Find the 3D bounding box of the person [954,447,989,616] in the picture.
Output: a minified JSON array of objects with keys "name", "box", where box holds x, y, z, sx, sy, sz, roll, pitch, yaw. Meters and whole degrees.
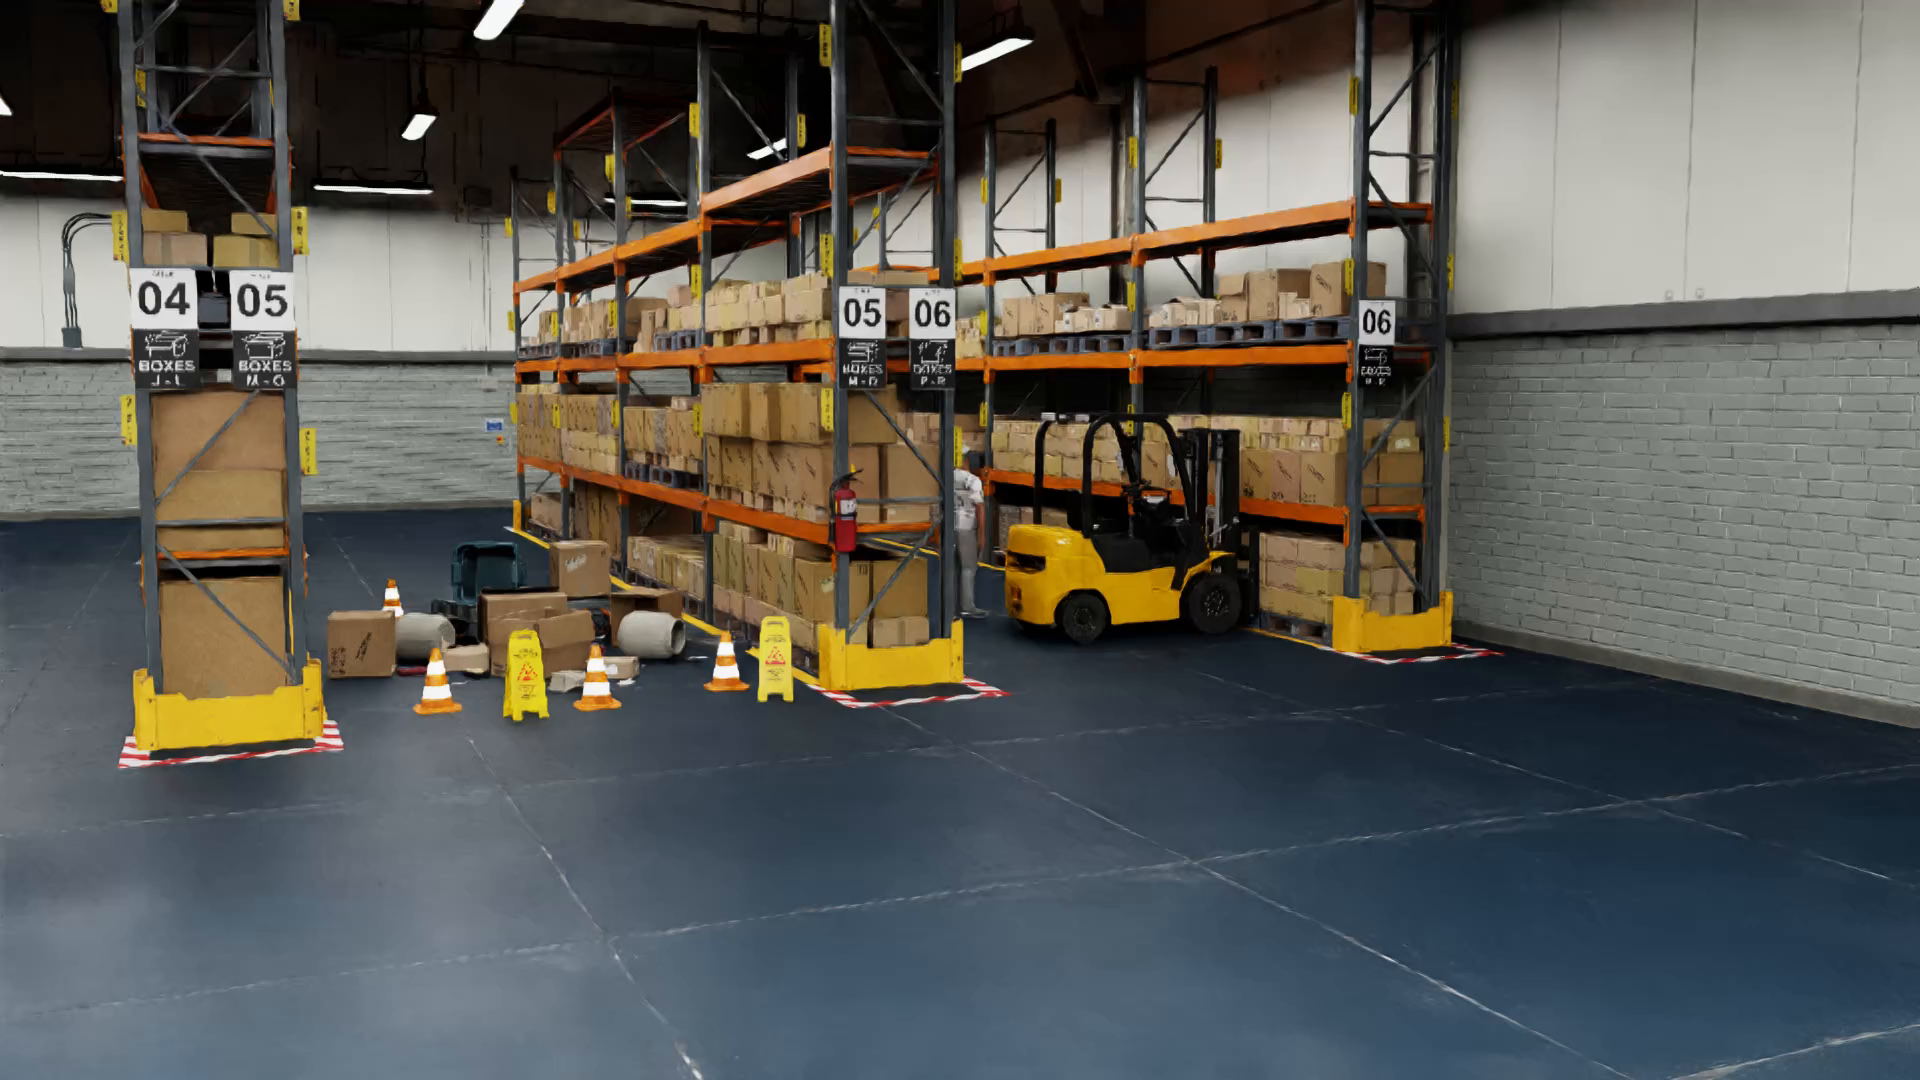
[{"name":"person","box":[0.066,-0.095,17.479,0.590,1.769,0.544,4,6,33]}]
